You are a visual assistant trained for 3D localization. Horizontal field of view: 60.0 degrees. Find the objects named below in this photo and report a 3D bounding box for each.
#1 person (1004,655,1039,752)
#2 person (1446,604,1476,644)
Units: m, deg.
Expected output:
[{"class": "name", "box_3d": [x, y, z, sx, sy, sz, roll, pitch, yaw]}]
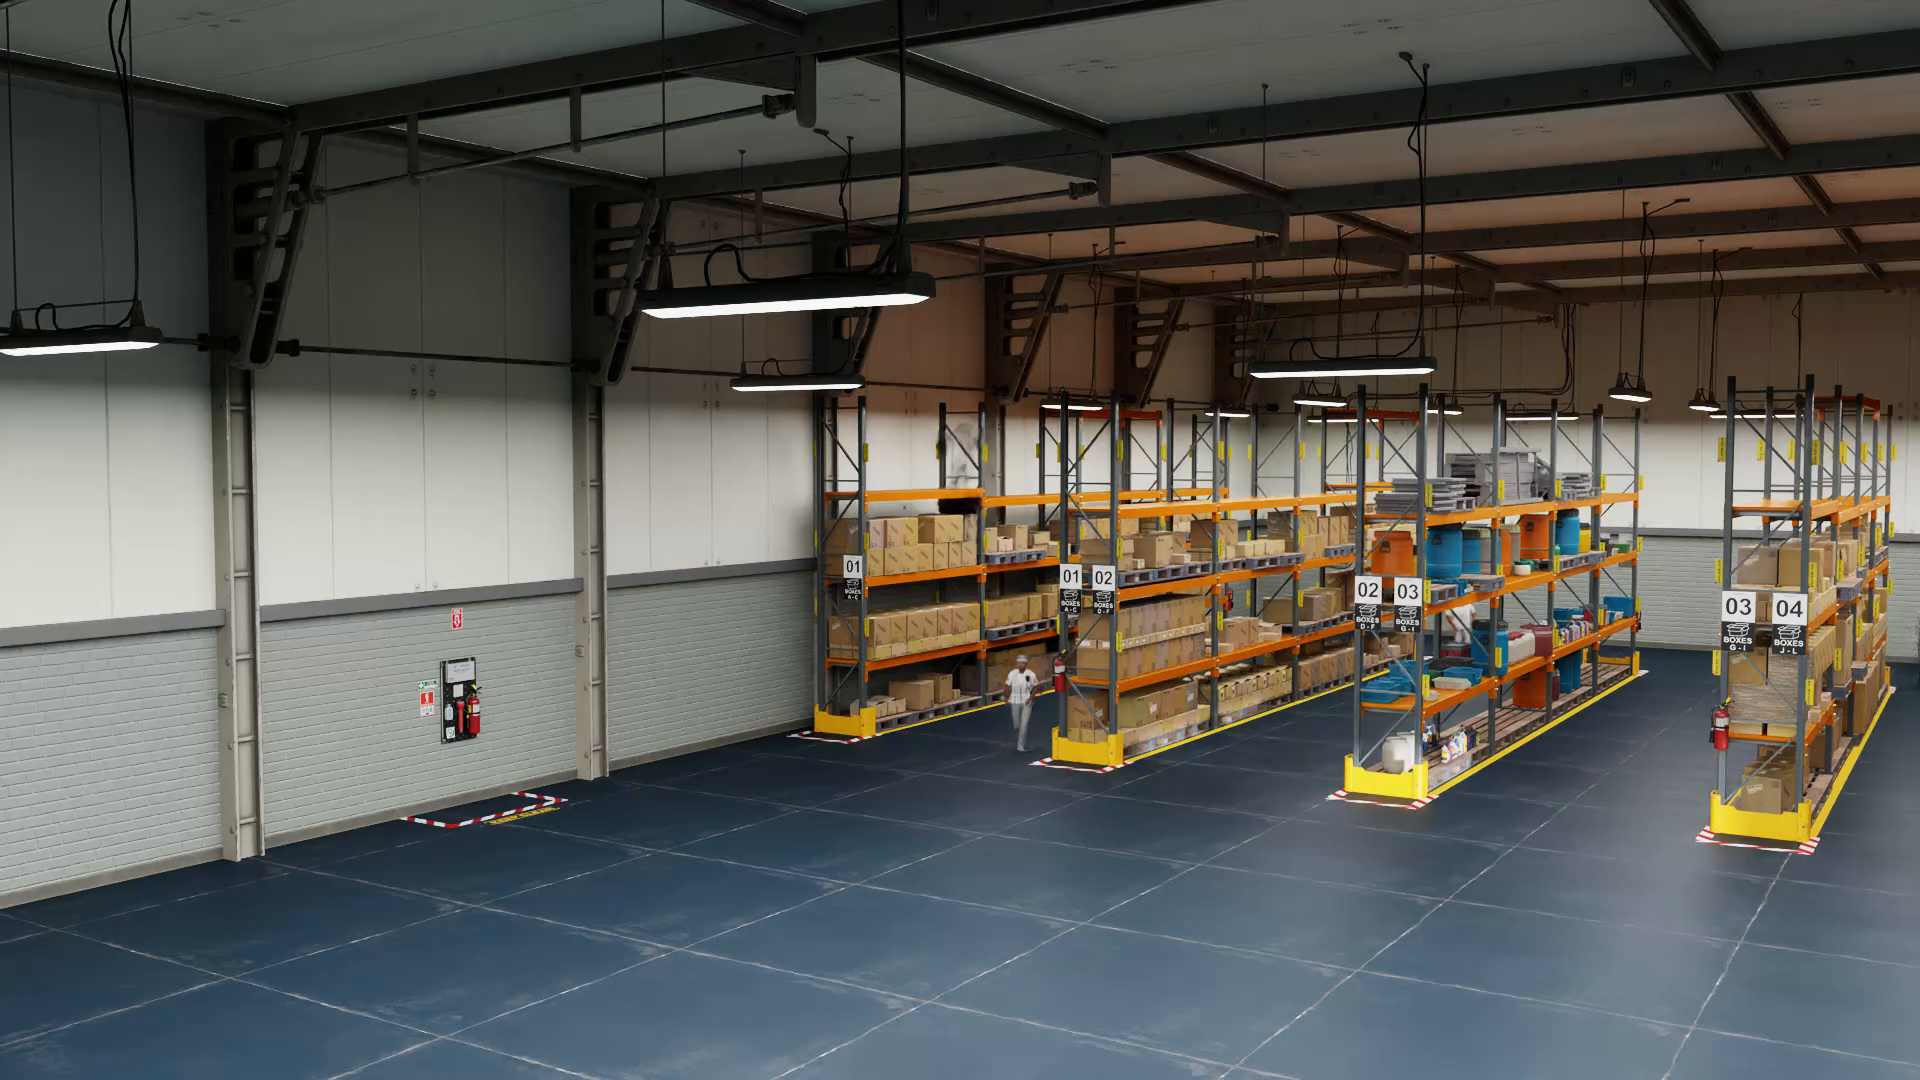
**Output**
[{"class": "person", "box_3d": [1.041, 2.721, 28.016, 0.600, 1.633, 0.611, 0, 3, 7]}, {"class": "person", "box_3d": [11.816, 2.078, 39.147, 0.719, 1.723, 0.585, 0, 3, 7]}]
